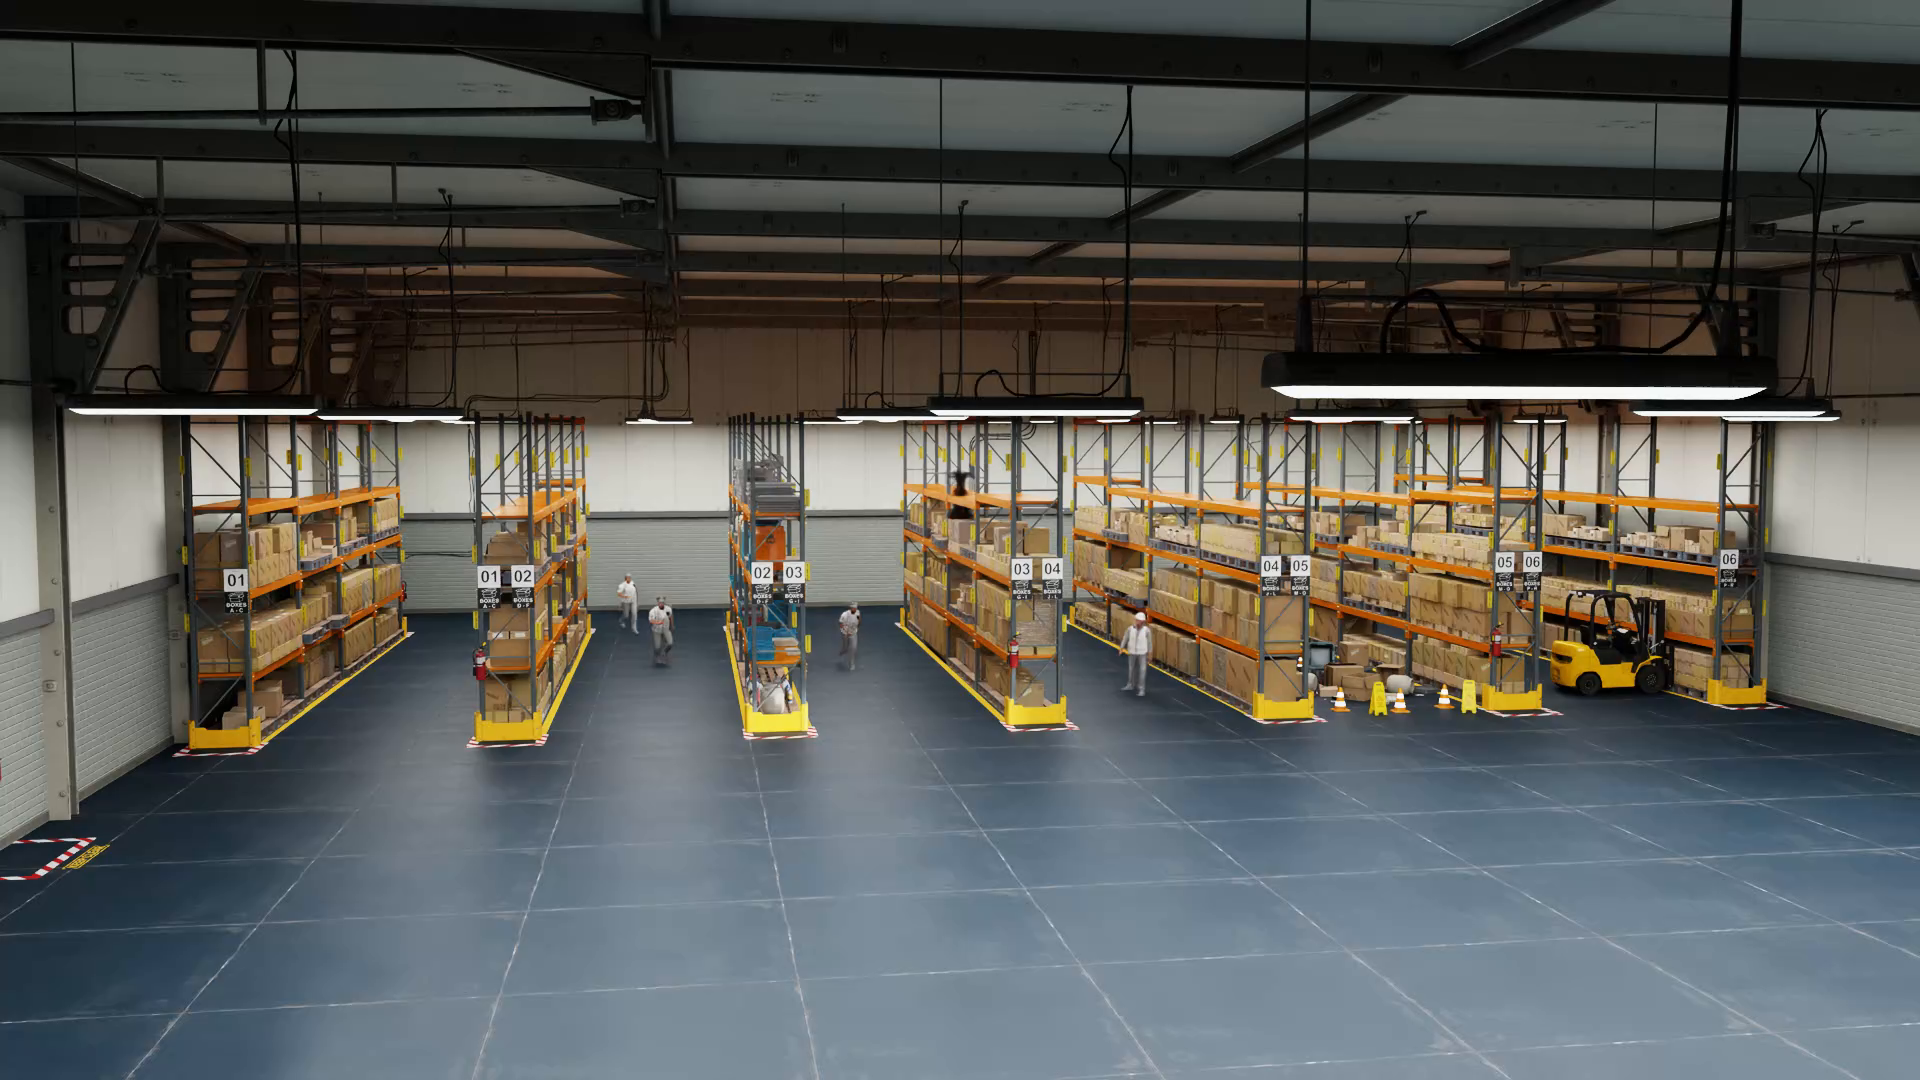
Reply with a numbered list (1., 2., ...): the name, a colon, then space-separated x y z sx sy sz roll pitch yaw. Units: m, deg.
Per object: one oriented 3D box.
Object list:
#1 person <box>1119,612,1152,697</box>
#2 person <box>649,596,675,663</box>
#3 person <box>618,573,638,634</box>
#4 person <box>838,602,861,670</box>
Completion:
1. person: 3.770 2.429 35.676 0.700 1.762 0.762 1 4 17
2. person: -7.163 2.162 39.998 0.681 1.659 0.907 -2 4 -25
3. person: -9.249 1.756 46.343 0.621 1.669 0.897 -3 5 -34
4. person: -2.667 2.255 39.608 0.599 1.630 0.960 -2 4 -30
